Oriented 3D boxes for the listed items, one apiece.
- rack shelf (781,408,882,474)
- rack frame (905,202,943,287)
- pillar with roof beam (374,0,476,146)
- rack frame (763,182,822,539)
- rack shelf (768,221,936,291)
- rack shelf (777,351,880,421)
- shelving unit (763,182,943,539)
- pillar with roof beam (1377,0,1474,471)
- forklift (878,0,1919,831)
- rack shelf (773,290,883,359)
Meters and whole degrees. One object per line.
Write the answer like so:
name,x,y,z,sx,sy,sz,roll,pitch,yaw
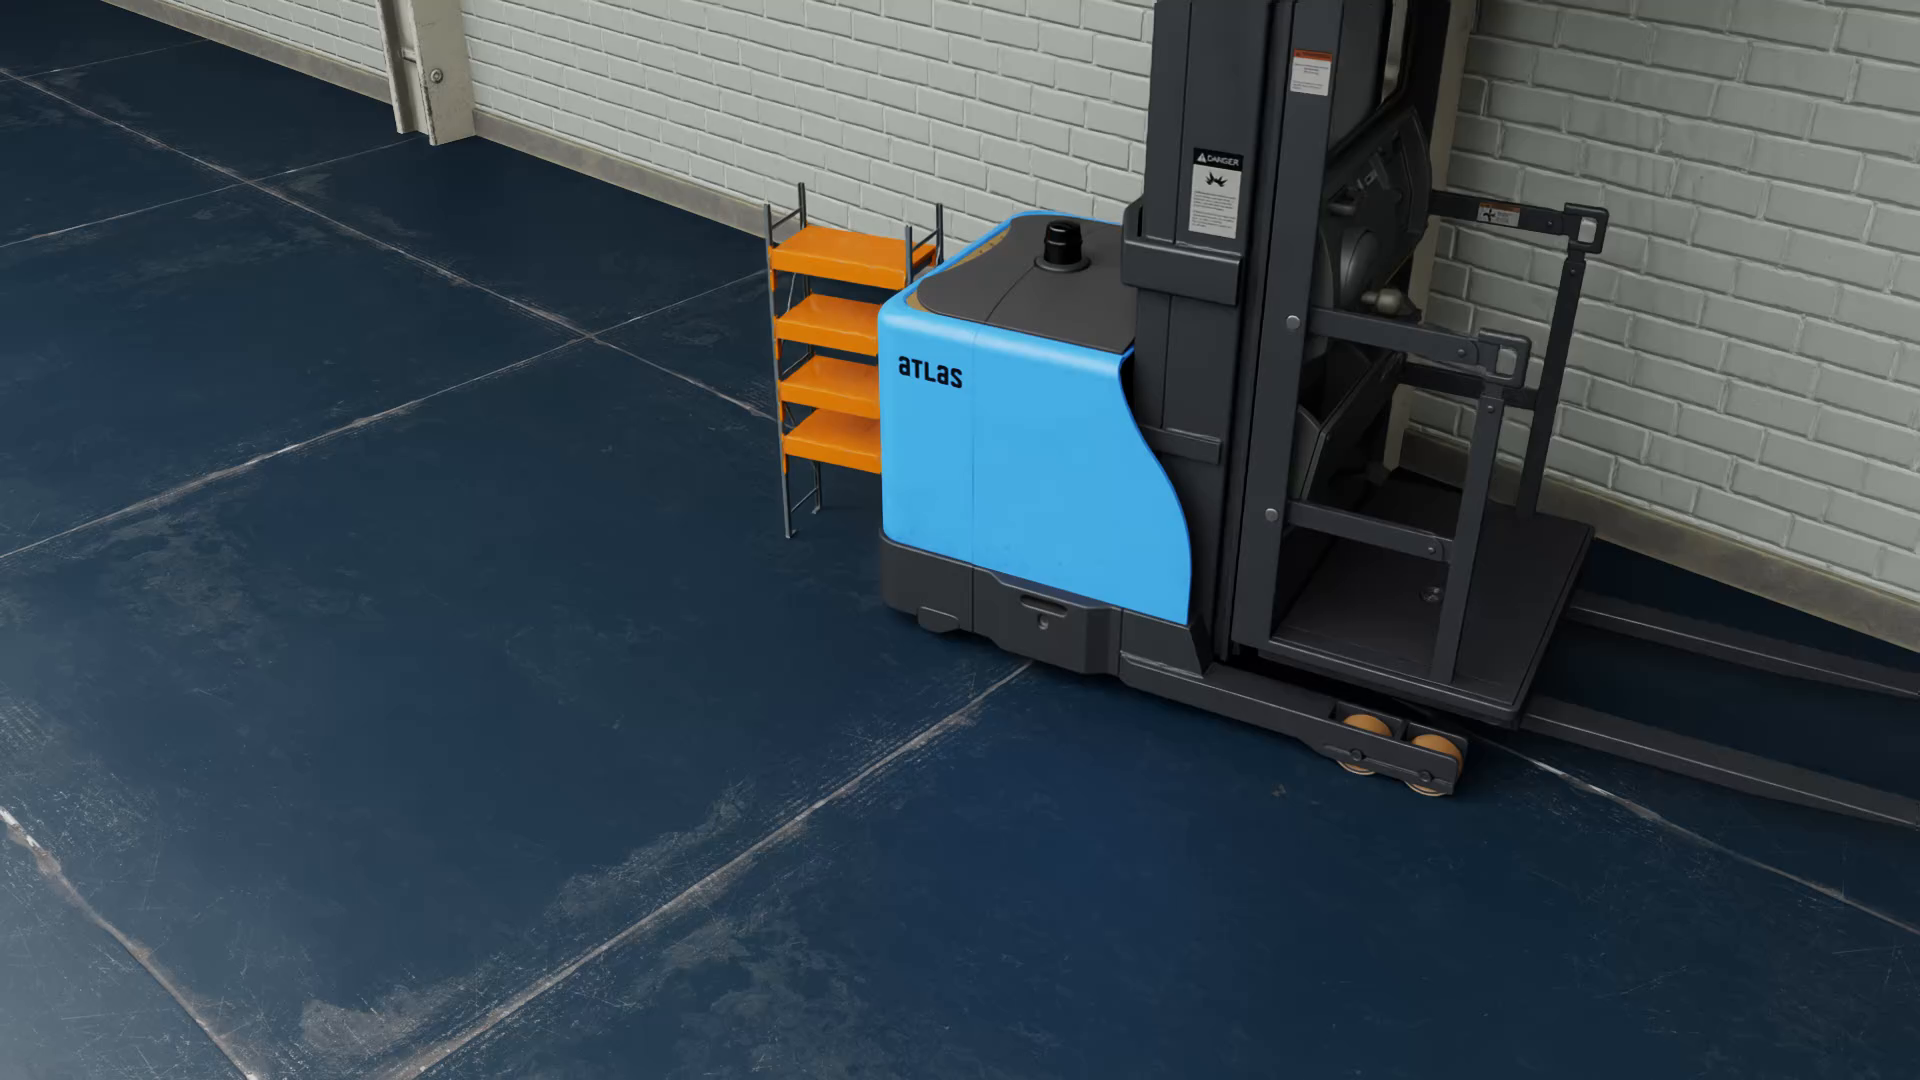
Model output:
rack shelf,-0.327,-0.298,5.595,0.480,0.148,0.258,13,33,21
rack frame,-0.106,-0.476,5.372,0.015,1.200,0.240,13,33,21
pillar with roof beam,-5.928,-4.585,4.641,0.400,9.000,9.100,25,39,35
rack frame,-0.551,-0.577,5.545,0.015,1.200,0.240,13,33,21
rack shelf,-0.330,-0.864,5.257,0.480,0.148,0.258,13,33,21
rack shelf,-0.328,-0.469,5.493,0.480,0.148,0.258,13,33,21
shelving unit,-0.329,-0.527,5.458,0.503,1.200,0.258,13,33,21
pillar with roof beam,-1.479,-2.509,1.192,0.400,9.000,9.100,25,39,35
forklift,1.288,-0.865,4.345,3.031,2.935,1.130,16,34,24
rack shelf,-0.329,-0.661,5.378,0.480,0.148,0.258,13,33,21
